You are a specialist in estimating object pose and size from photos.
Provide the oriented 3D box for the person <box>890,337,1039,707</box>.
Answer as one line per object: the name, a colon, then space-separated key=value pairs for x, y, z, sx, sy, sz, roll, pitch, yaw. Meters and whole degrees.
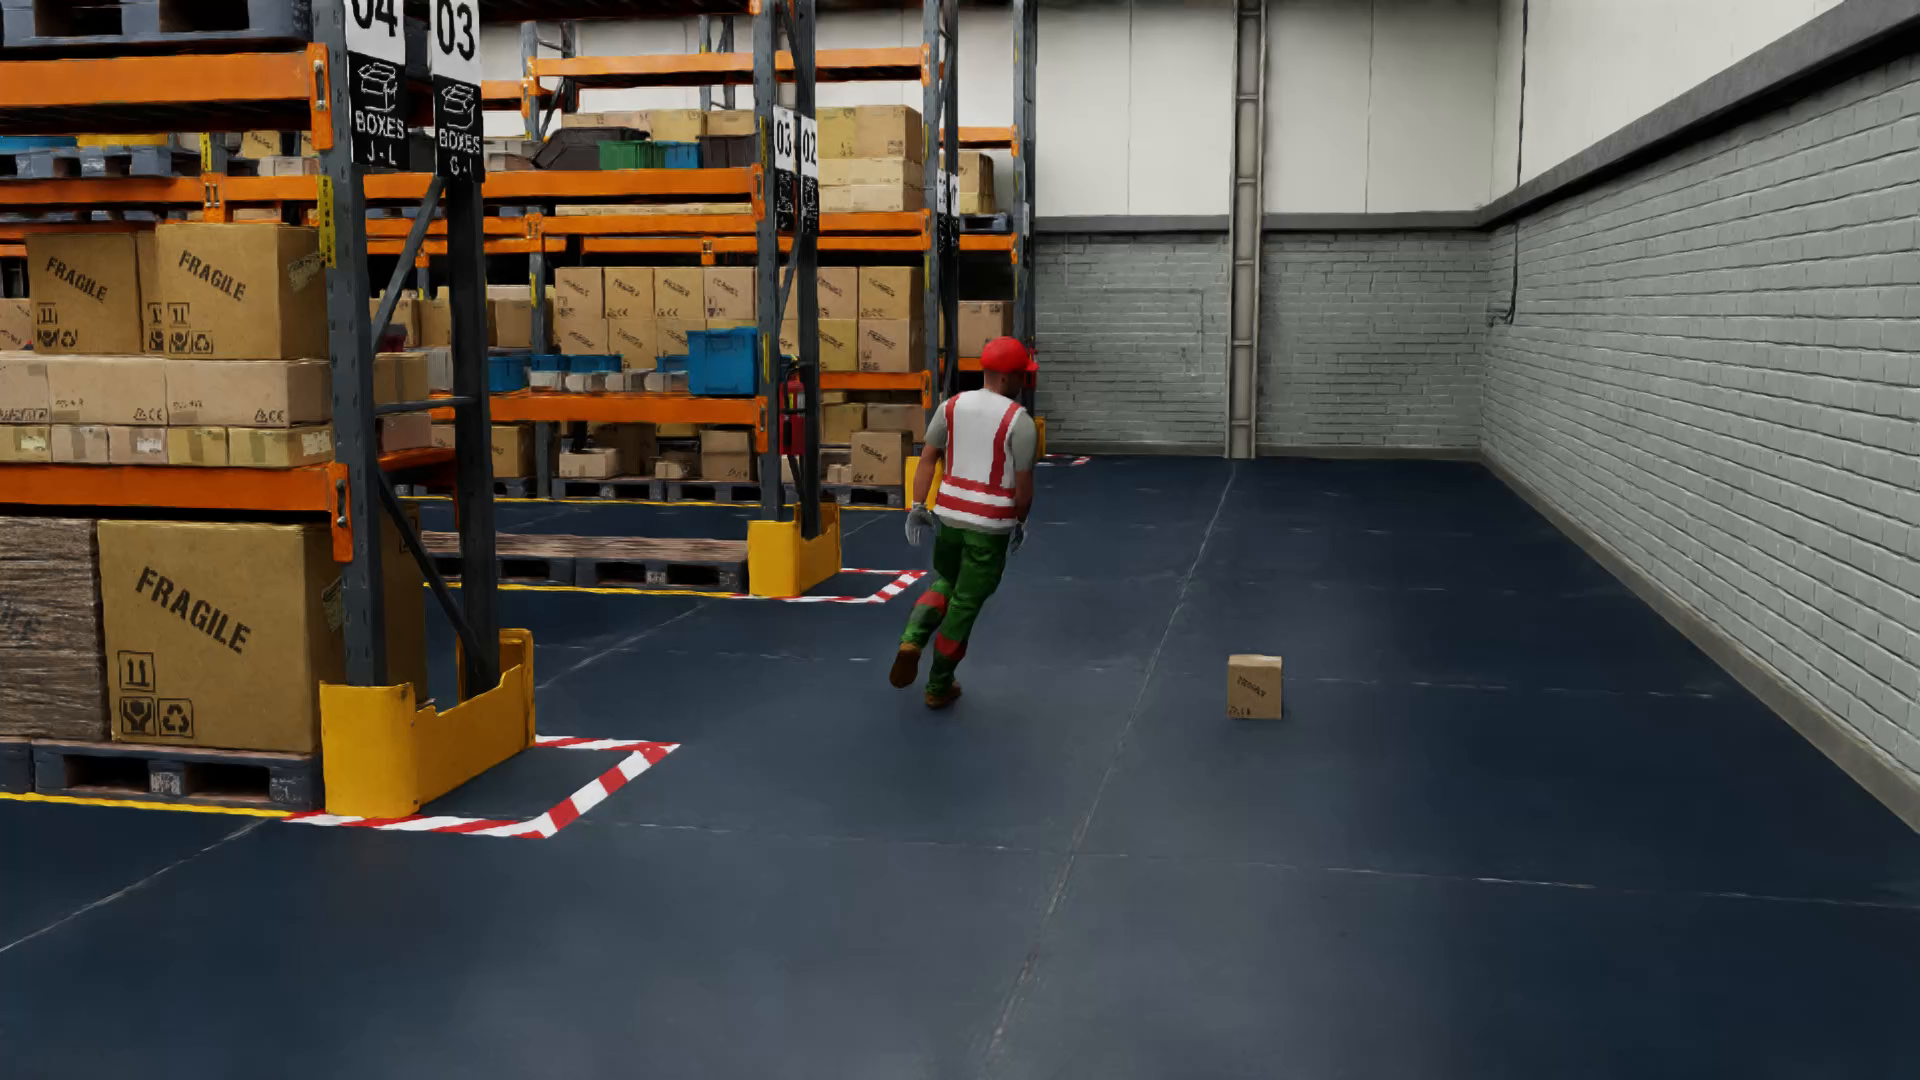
person: x=0.048 y=-0.072 z=7.791 sx=0.692 sy=1.747 sz=0.525 roll=5 pitch=9 yaw=32
